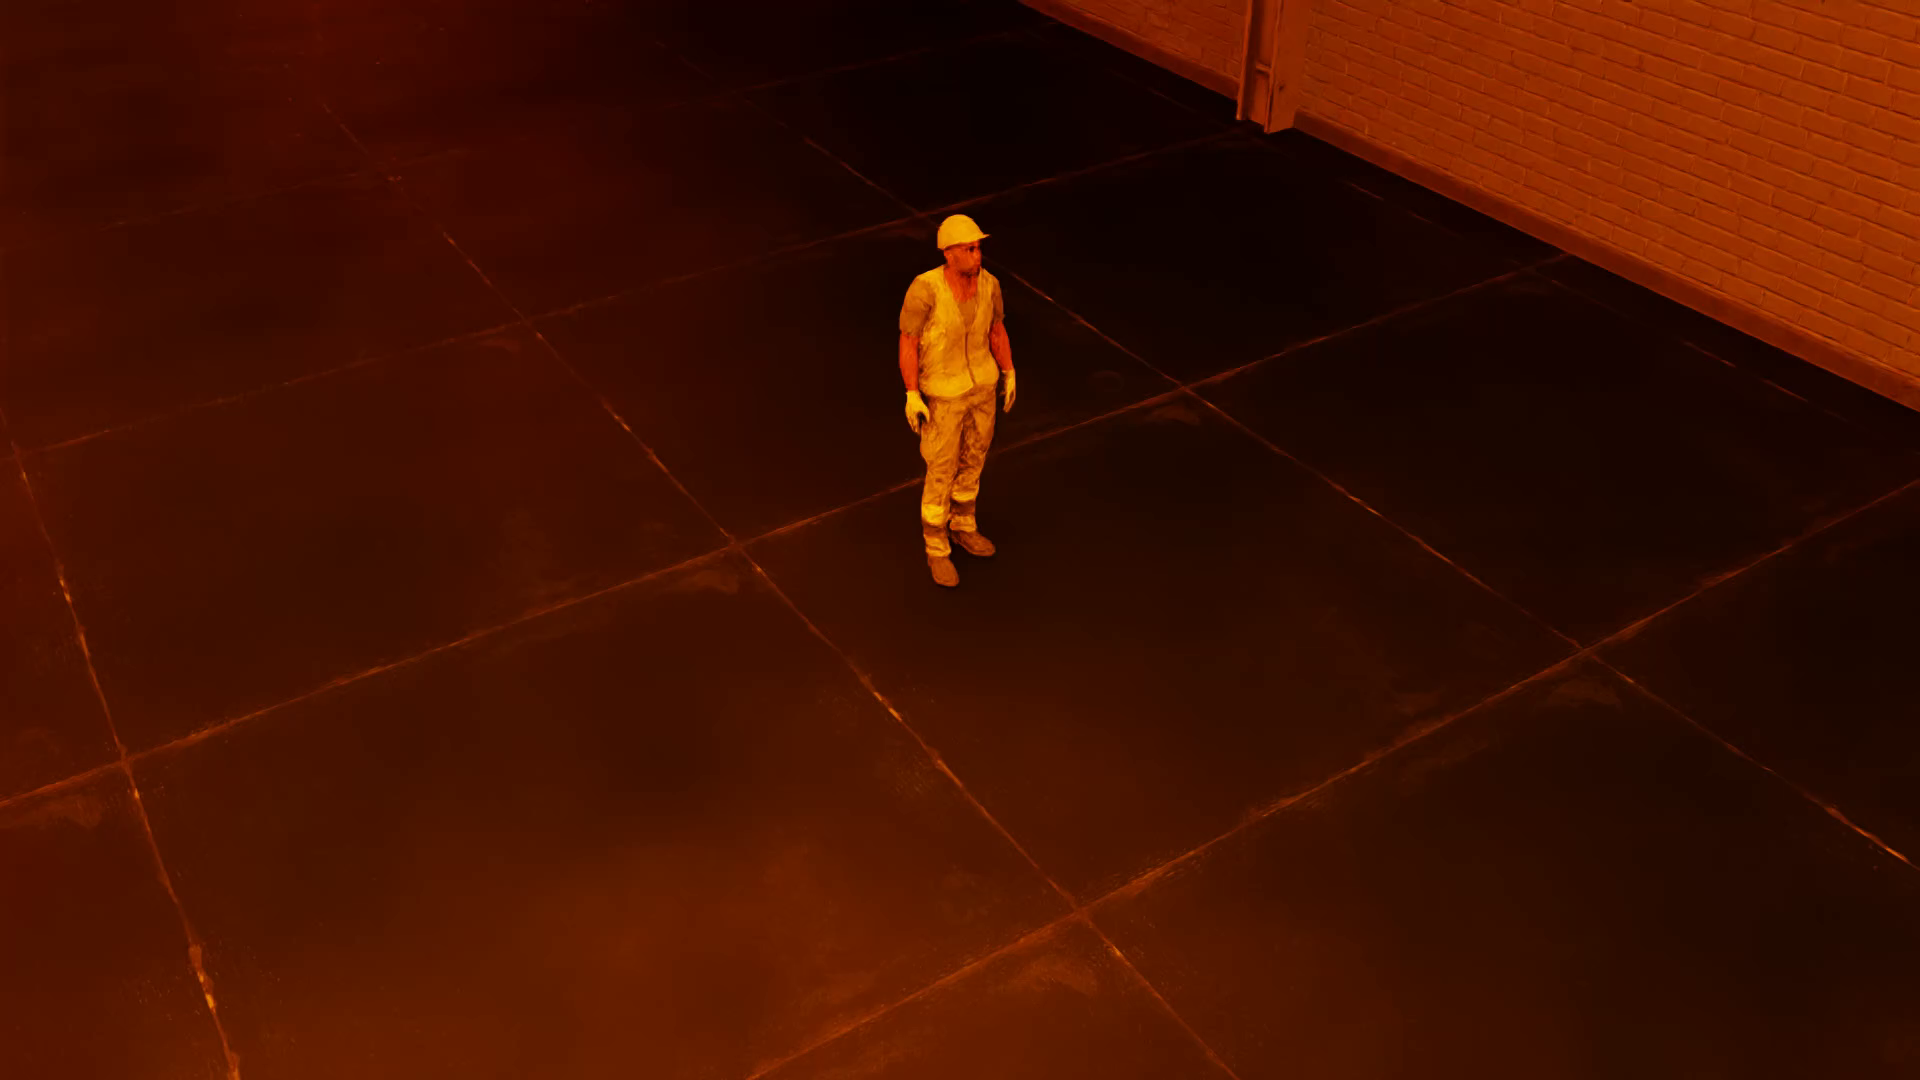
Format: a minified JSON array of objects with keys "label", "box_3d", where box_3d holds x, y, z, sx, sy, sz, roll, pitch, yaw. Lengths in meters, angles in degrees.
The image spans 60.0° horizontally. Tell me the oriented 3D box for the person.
[{"label":"person","box_3d":[0.035,-0.696,8.119,0.637,1.787,0.563,-21,40,-27]}]
